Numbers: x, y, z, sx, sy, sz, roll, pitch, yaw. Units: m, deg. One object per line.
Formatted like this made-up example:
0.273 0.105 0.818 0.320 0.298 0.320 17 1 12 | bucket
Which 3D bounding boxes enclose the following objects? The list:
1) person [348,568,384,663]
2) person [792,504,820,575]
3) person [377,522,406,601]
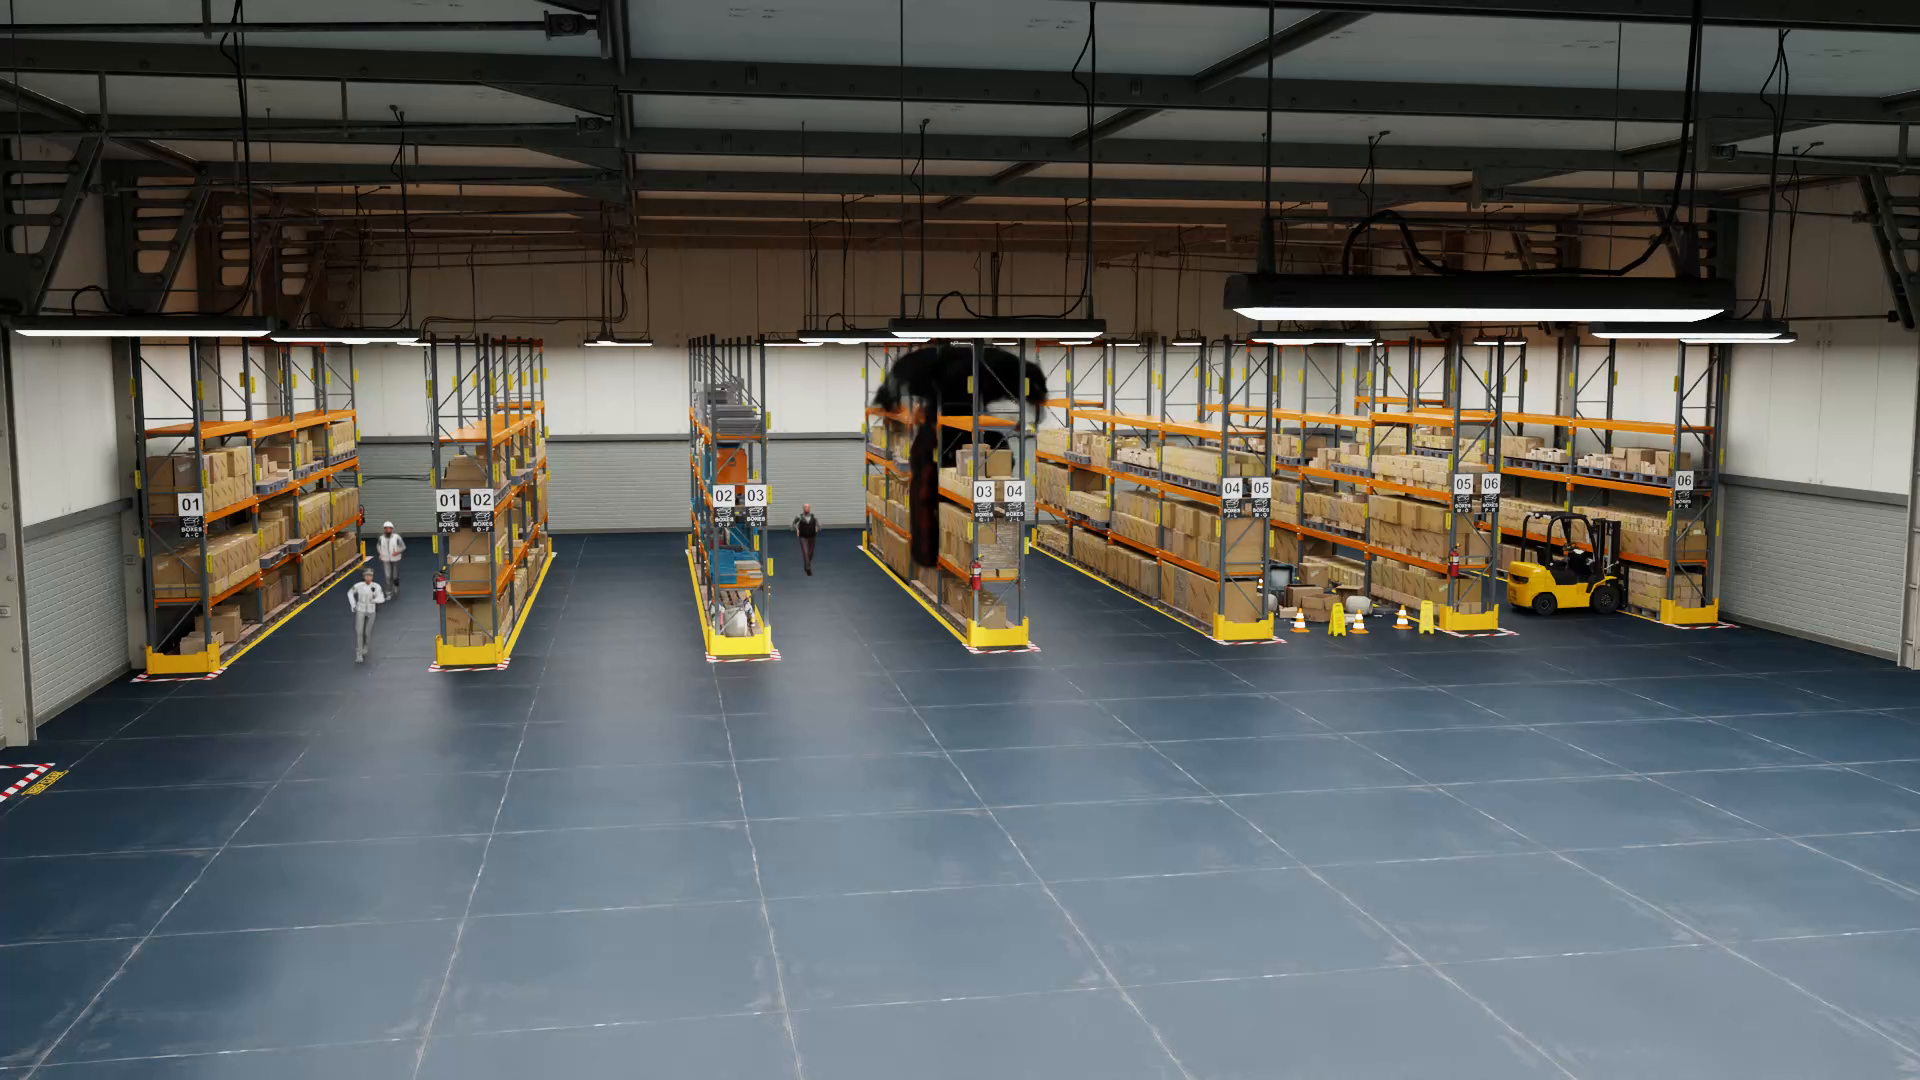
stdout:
-10.983 1.349 30.768 0.572 1.685 0.923 -3 7 -22 | person
-3.730 -0.033 40.525 0.662 1.716 0.799 -2 7 -19 | person
-13.016 0.459 38.078 0.655 1.771 0.892 -1 7 -10 | person
